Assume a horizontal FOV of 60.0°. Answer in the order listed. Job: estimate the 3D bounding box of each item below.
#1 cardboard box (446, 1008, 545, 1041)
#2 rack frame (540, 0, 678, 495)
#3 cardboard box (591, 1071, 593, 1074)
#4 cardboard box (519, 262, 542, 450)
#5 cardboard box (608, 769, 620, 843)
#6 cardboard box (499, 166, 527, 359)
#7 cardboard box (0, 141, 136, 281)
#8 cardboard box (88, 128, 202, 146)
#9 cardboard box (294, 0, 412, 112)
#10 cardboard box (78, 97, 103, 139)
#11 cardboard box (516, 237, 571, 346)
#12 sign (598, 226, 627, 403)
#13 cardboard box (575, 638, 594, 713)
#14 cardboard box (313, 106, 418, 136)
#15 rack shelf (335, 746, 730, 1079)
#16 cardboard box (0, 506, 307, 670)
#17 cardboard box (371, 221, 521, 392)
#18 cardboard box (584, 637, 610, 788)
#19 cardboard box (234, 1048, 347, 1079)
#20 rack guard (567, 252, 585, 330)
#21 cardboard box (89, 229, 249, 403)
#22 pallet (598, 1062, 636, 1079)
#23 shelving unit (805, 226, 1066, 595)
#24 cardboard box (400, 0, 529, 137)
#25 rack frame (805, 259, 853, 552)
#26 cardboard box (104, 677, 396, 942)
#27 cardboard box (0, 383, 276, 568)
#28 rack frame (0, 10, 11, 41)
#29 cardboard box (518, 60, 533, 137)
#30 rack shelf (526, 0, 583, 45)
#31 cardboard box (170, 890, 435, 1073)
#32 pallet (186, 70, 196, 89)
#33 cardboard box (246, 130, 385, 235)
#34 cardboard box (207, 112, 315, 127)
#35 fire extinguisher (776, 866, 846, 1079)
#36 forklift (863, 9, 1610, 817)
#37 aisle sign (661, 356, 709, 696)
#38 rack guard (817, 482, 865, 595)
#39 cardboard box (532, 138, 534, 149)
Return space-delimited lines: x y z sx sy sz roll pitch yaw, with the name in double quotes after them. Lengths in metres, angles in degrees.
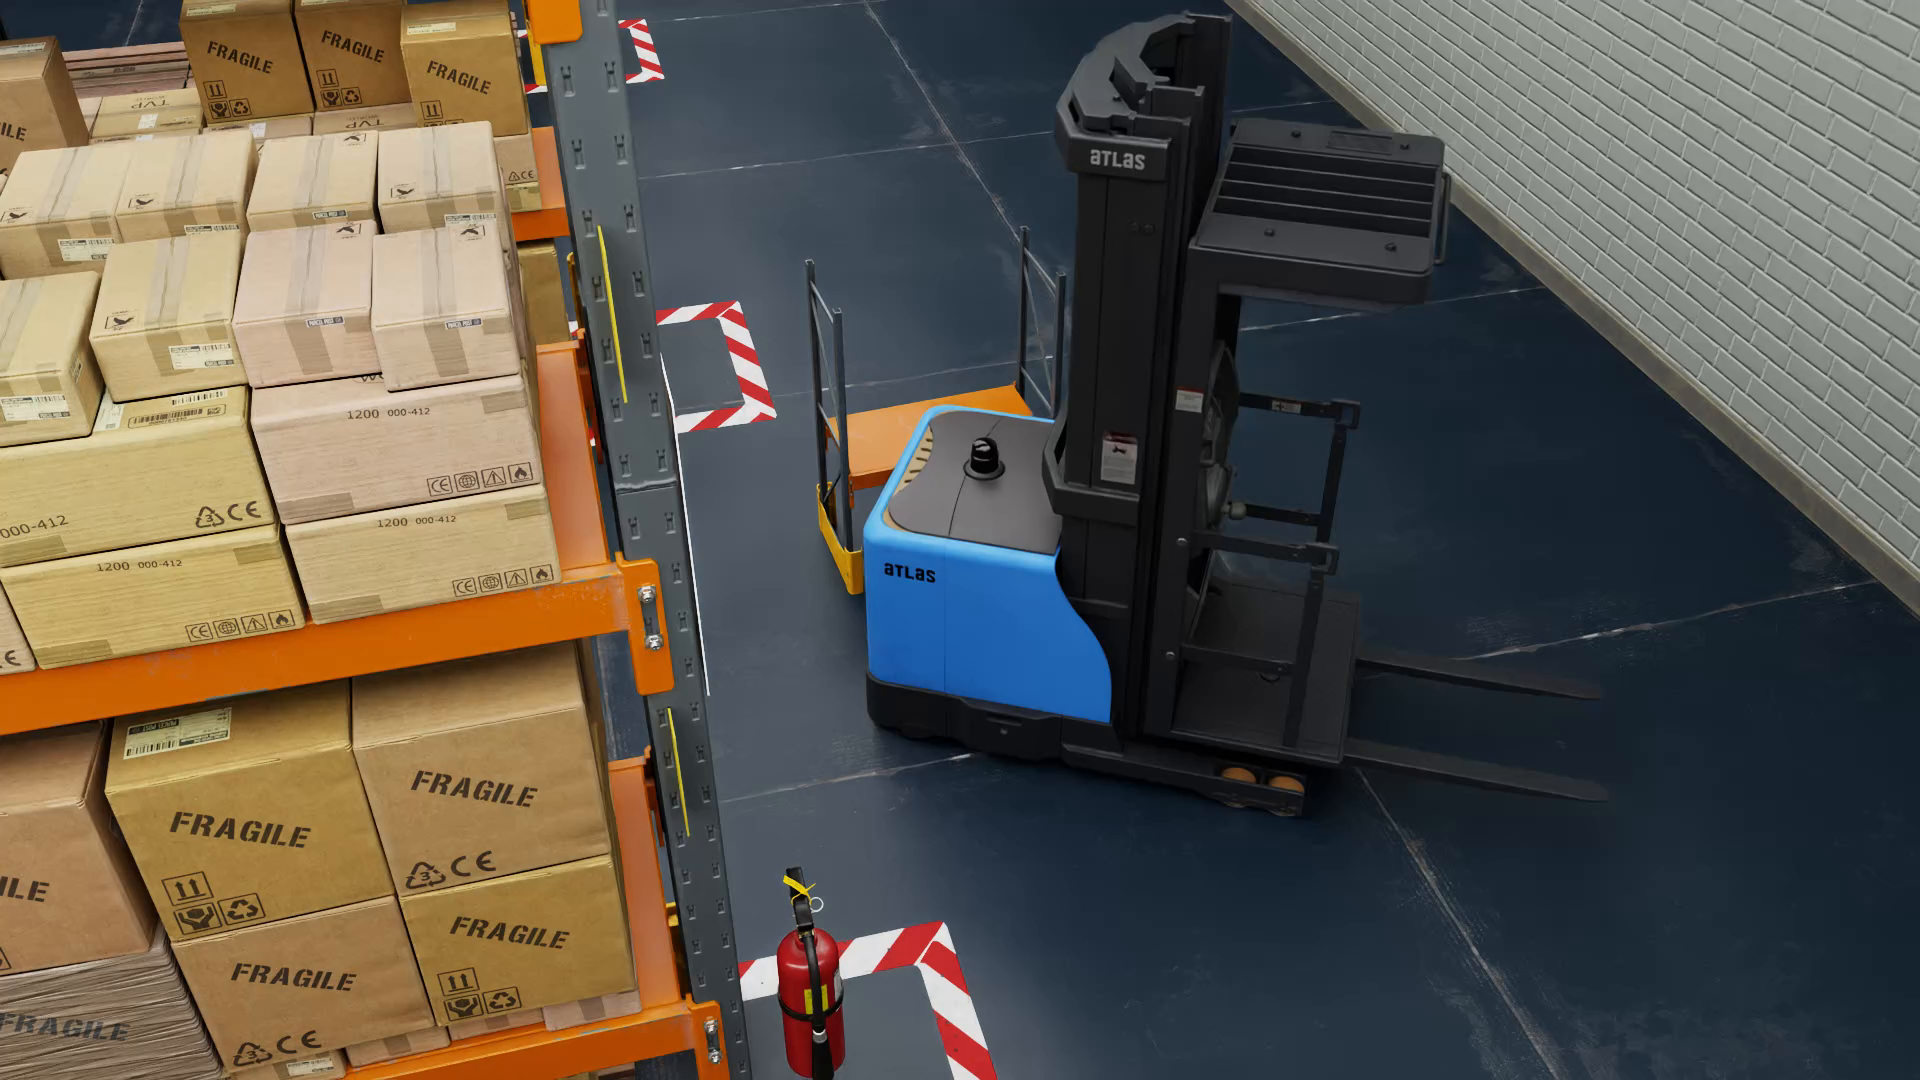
-1.266 1.130 4.490 0.250 0.149 0.380 -9 38 -12 "cardboard box"
-0.775 -1.587 2.897 0.127 3.000 1.000 -9 38 -12 "rack frame"
-1.348 1.576 5.457 0.250 0.149 0.380 -8 38 -10 "cardboard box"
-1.275 -0.415 3.957 0.500 0.250 0.500 -8 38 -10 "cardboard box"
-1.173 0.755 4.981 0.250 0.149 0.380 -10 38 -12 "cardboard box"
-1.276 -0.616 3.809 0.500 0.250 0.500 -9 38 -11 "cardboard box"
-1.914 -0.707 3.600 0.250 0.149 0.380 -9 38 -11 "cardboard box"
-3.852 -1.710 7.874 0.500 0.250 0.500 -9 38 -12 "cardboard box"
-2.987 -2.489 8.276 0.500 0.500 0.500 -10 39 -13 "cardboard box"
-4.483 -1.943 8.179 0.500 0.250 0.500 -9 38 -11 "cardboard box"
-2.568 -1.304 8.868 0.875 0.875 0.875 -9 38 -12 "cardboard box"
-0.650 -0.418 3.110 0.005 0.325 0.100 -9 38 -12 "sign"
-1.278 0.156 4.406 0.500 0.500 0.500 -10 38 -12 "cardboard box"
-2.859 -1.876 8.091 0.500 0.250 0.500 -10 39 -13 "cardboard box"
-2.706 1.398 4.525 4.000 0.370 1.077 -9 38 -12 "rack shelf"
-1.636 -0.024 3.446 0.500 0.250 0.500 -9 38 -12 "cardboard box"
-1.019 -0.468 3.287 0.250 0.149 0.380 -10 38 -12 "cardboard box"
-1.280 0.547 4.718 0.500 0.500 0.500 -8 38 -10 "cardboard box"
-1.744 1.233 4.355 0.250 0.149 0.380 -8 38 -11 "cardboard box"
-1.947 -1.140 9.309 0.348 0.500 1.175 -9 38 -12 "rack guard"
-1.530 -0.445 3.257 0.250 0.149 0.380 -10 39 -13 "cardboard box"
-1.642 2.023 5.411 1.213 0.211 1.003 -9 38 -12 "pallet"
-0.103 -0.606 7.787 1.083 1.500 0.587 -12 39 -15 "shelving unit"
-2.372 -2.255 7.969 0.500 0.500 0.500 -9 38 -11 "cardboard box"
-0.593 -0.505 7.655 0.032 1.500 0.500 -12 39 -15 "rack frame"
-1.641 0.540 3.905 0.500 0.500 0.500 -11 39 -13 "cardboard box"
-1.647 -0.231 3.305 0.500 0.250 0.500 -10 39 -13 "cardboard box"
-7.123 -4.401 11.514 0.127 3.000 1.000 -9 38 -12 "rack frame"
-2.504 -2.270 8.607 0.500 0.250 0.500 -10 39 -13 "cardboard box"
-2.706 -0.983 2.703 4.000 0.370 1.077 -9 38 -12 "rack shelf"
-1.640 0.939 4.206 0.500 0.500 0.500 -10 39 -13 "cardboard box"
-5.244 -3.628 12.799 1.213 0.211 1.003 -9 38 -12 "pallet"
-1.398 -0.745 3.650 0.250 0.149 0.380 -8 38 -10 "cardboard box"
-3.490 -2.107 8.393 0.500 0.250 0.500 -11 39 -13 "cardboard box"
-0.411 1.206 4.555 0.183 0.674 0.296 -9 38 -12 "fire extinguisher"
1.176 -0.400 6.340 3.031 2.935 1.130 9 38 12 "forklift"
-0.626 -0.072 3.715 0.004 0.787 0.394 -9 38 -12 "aisle sign"
-0.575 -0.013 8.040 0.087 0.250 0.587 -12 39 -15 "rack guard"
-2.399 -2.167 8.800 0.250 0.149 0.380 -9 38 -11 "cardboard box"
